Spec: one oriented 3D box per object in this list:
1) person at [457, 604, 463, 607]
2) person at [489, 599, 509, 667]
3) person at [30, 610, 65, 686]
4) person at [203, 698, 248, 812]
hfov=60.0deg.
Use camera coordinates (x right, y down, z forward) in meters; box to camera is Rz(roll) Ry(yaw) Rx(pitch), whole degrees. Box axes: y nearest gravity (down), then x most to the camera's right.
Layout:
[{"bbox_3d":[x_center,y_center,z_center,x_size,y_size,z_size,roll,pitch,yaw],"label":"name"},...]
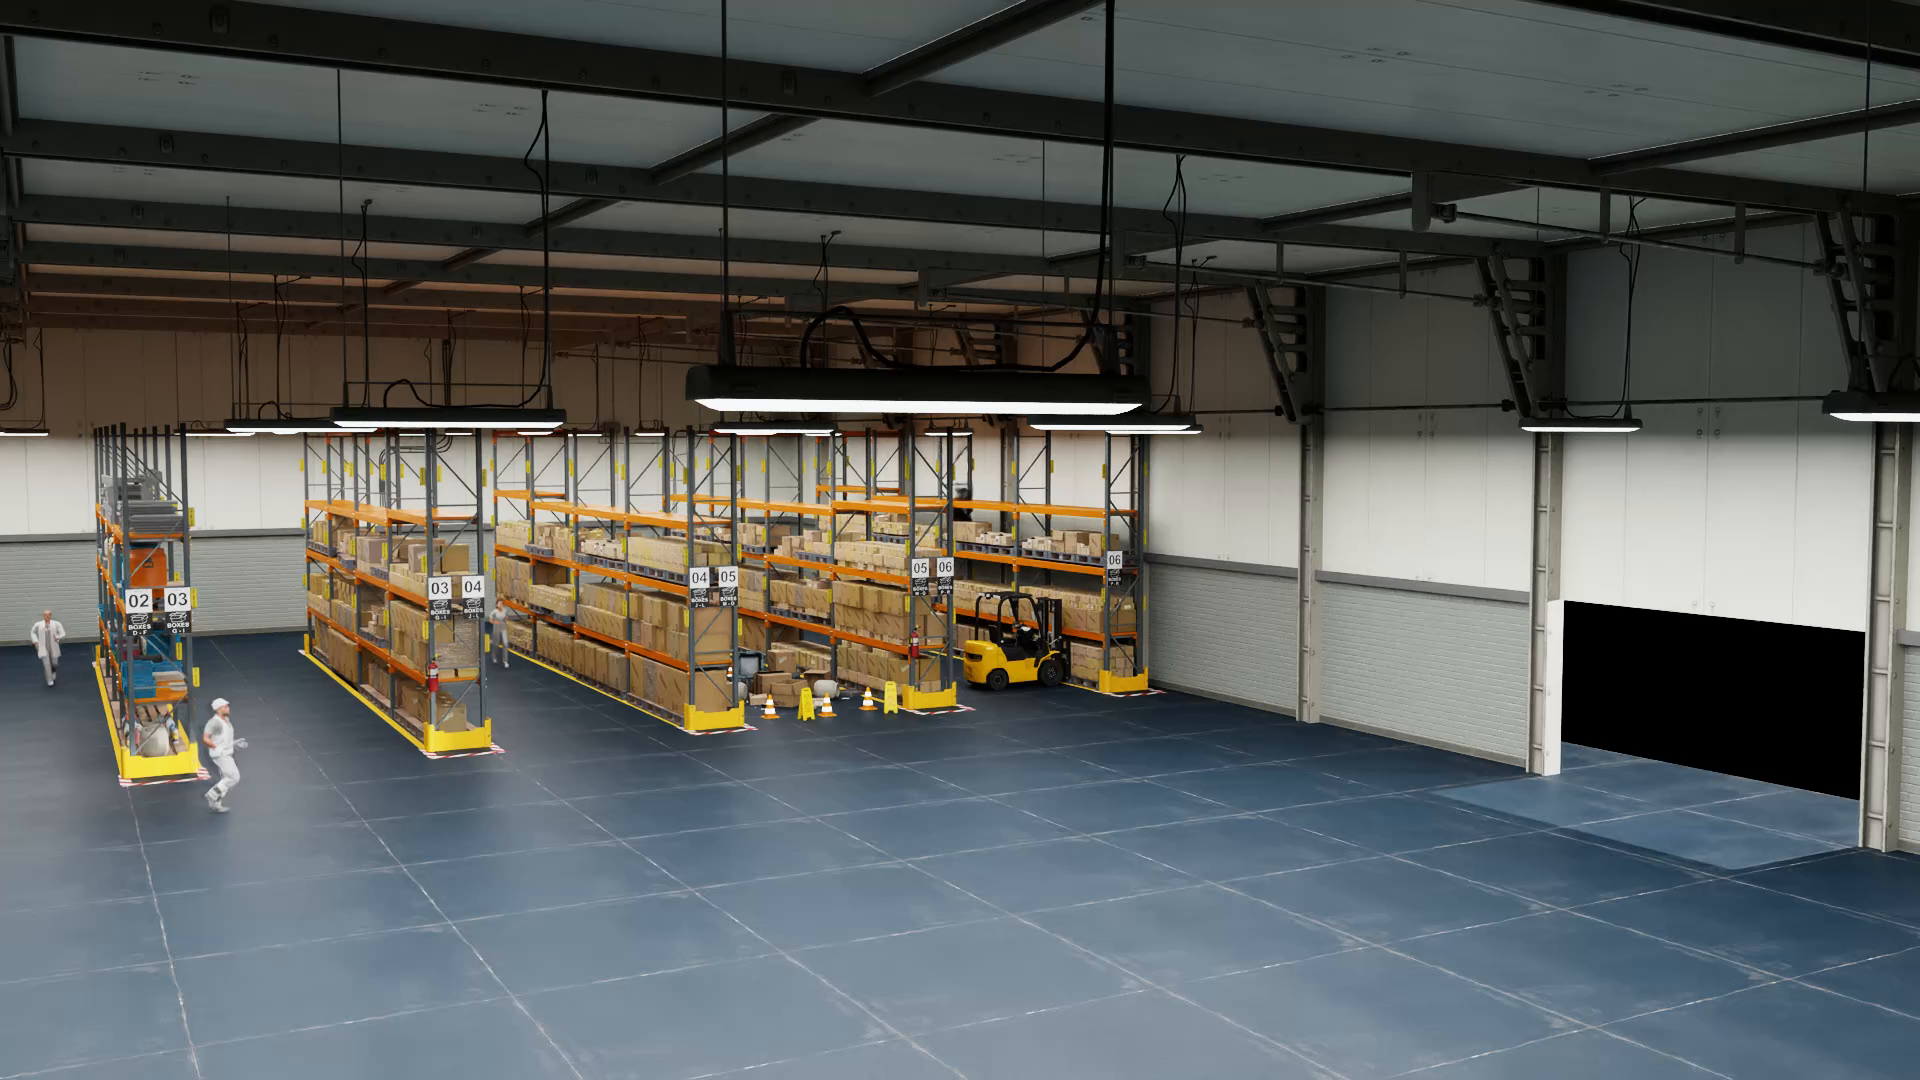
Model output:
[{"bbox_3d":[-14.005,2.048,46.722,0.681,1.716,0.658,1,4,10],"label":"person"},{"bbox_3d":[-11.664,2.318,42.071,0.518,1.665,0.876,-2,4,-28],"label":"person"},{"bbox_3d":[-21.236,2.503,38.726,0.709,1.741,0.792,-2,4,-30],"label":"person"},{"bbox_3d":[-11.262,3.295,25.496,0.570,1.739,0.634,-1,3,-8],"label":"person"}]
